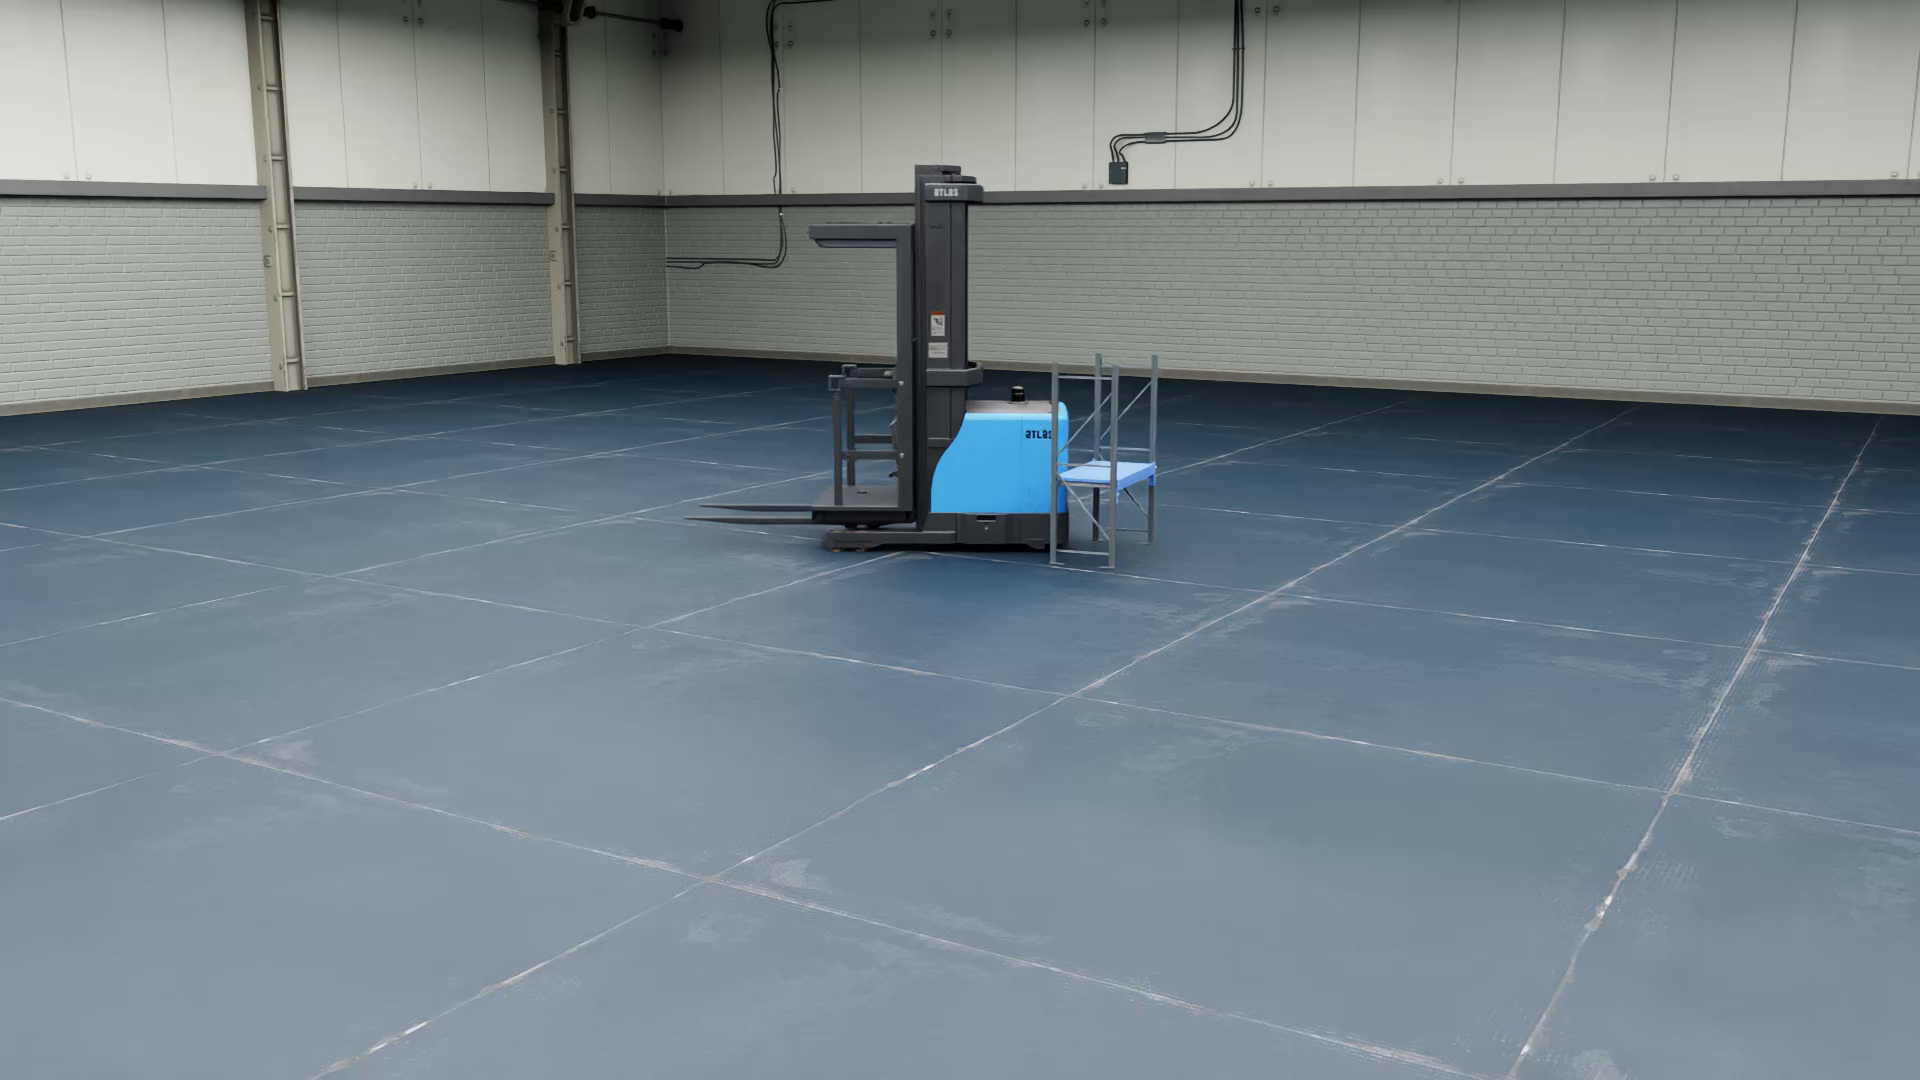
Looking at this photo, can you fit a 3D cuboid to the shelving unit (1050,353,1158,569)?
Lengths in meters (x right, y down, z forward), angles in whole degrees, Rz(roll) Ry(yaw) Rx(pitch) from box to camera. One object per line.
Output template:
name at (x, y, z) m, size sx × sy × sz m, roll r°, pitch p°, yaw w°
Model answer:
shelving unit at (1.105, -0.630, 12.658) m, size 0.538 × 1.500 × 1.048 m, roll 4°, pitch 11°, yaw 22°

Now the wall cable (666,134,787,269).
wall cable at (-4.619, -6.508, 32.115) m, size 3.097 × 2.526 × 0.112 m, roll 6°, pitch 12°, yaw 31°

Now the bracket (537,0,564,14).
bracket at (-7.191, -9.367, 29.168) m, size 0.235 × 0.232 × 0.430 m, roll 6°, pitch 12°, yaw 31°

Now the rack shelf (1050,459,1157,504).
rack shelf at (1.105, -0.453, 12.691) m, size 0.538 × 0.185 × 1.000 m, roll 4°, pitch 11°, yaw 22°

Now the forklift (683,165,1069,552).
forklift at (-0.657, -1.445, 13.122) m, size 3.031 × 2.935 × 1.130 m, roll 0°, pitch 11°, yaw 2°

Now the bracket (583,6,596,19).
bracket at (-6.760, -9.498, 29.866) m, size 0.235 × 0.232 × 0.430 m, roll 6°, pitch 12°, yaw 31°

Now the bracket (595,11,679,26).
bracket at (-5.836, -9.778, 31.360) m, size 0.076 × 0.066 × 3.189 m, roll 6°, pitch 12°, yaw 31°

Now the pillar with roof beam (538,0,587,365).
pillar with roof beam at (-3.599, -7.286, 27.832) m, size 9.100 × 9.000 × 0.548 m, roll 6°, pitch 12°, yaw 31°

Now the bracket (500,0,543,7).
bracket at (-8.528, -8.962, 27.004) m, size 0.076 × 0.066 × 4.783 m, roll 6°, pitch 12°, yaw 31°

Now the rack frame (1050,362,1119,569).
rack frame at (0.909, -0.544, 12.197) m, size 0.500 × 1.500 × 0.032 m, roll 4°, pitch 11°, yaw 22°

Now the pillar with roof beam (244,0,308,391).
pillar with roof beam at (-6.714, -6.342, 22.792) m, size 9.100 × 9.000 × 0.400 m, roll 6°, pitch 12°, yaw 31°

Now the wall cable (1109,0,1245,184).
wall cable at (3.487, -8.796, 26.659) m, size 2.305 × 6.003 × 0.169 m, roll 6°, pitch 12°, yaw 31°

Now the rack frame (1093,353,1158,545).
rack frame at (1.301, -0.716, 13.119) m, size 0.500 × 1.500 × 0.032 m, roll 4°, pitch 11°, yaw 22°

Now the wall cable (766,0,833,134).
wall cable at (-2.307, -8.732, 30.270) m, size 3.097 × 2.526 × 0.112 m, roll 6°, pitch 12°, yaw 31°

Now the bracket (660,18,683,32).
bracket at (-5.529, -9.871, 31.857) m, size 0.235 × 0.232 × 0.430 m, roll 6°, pitch 12°, yaw 31°
